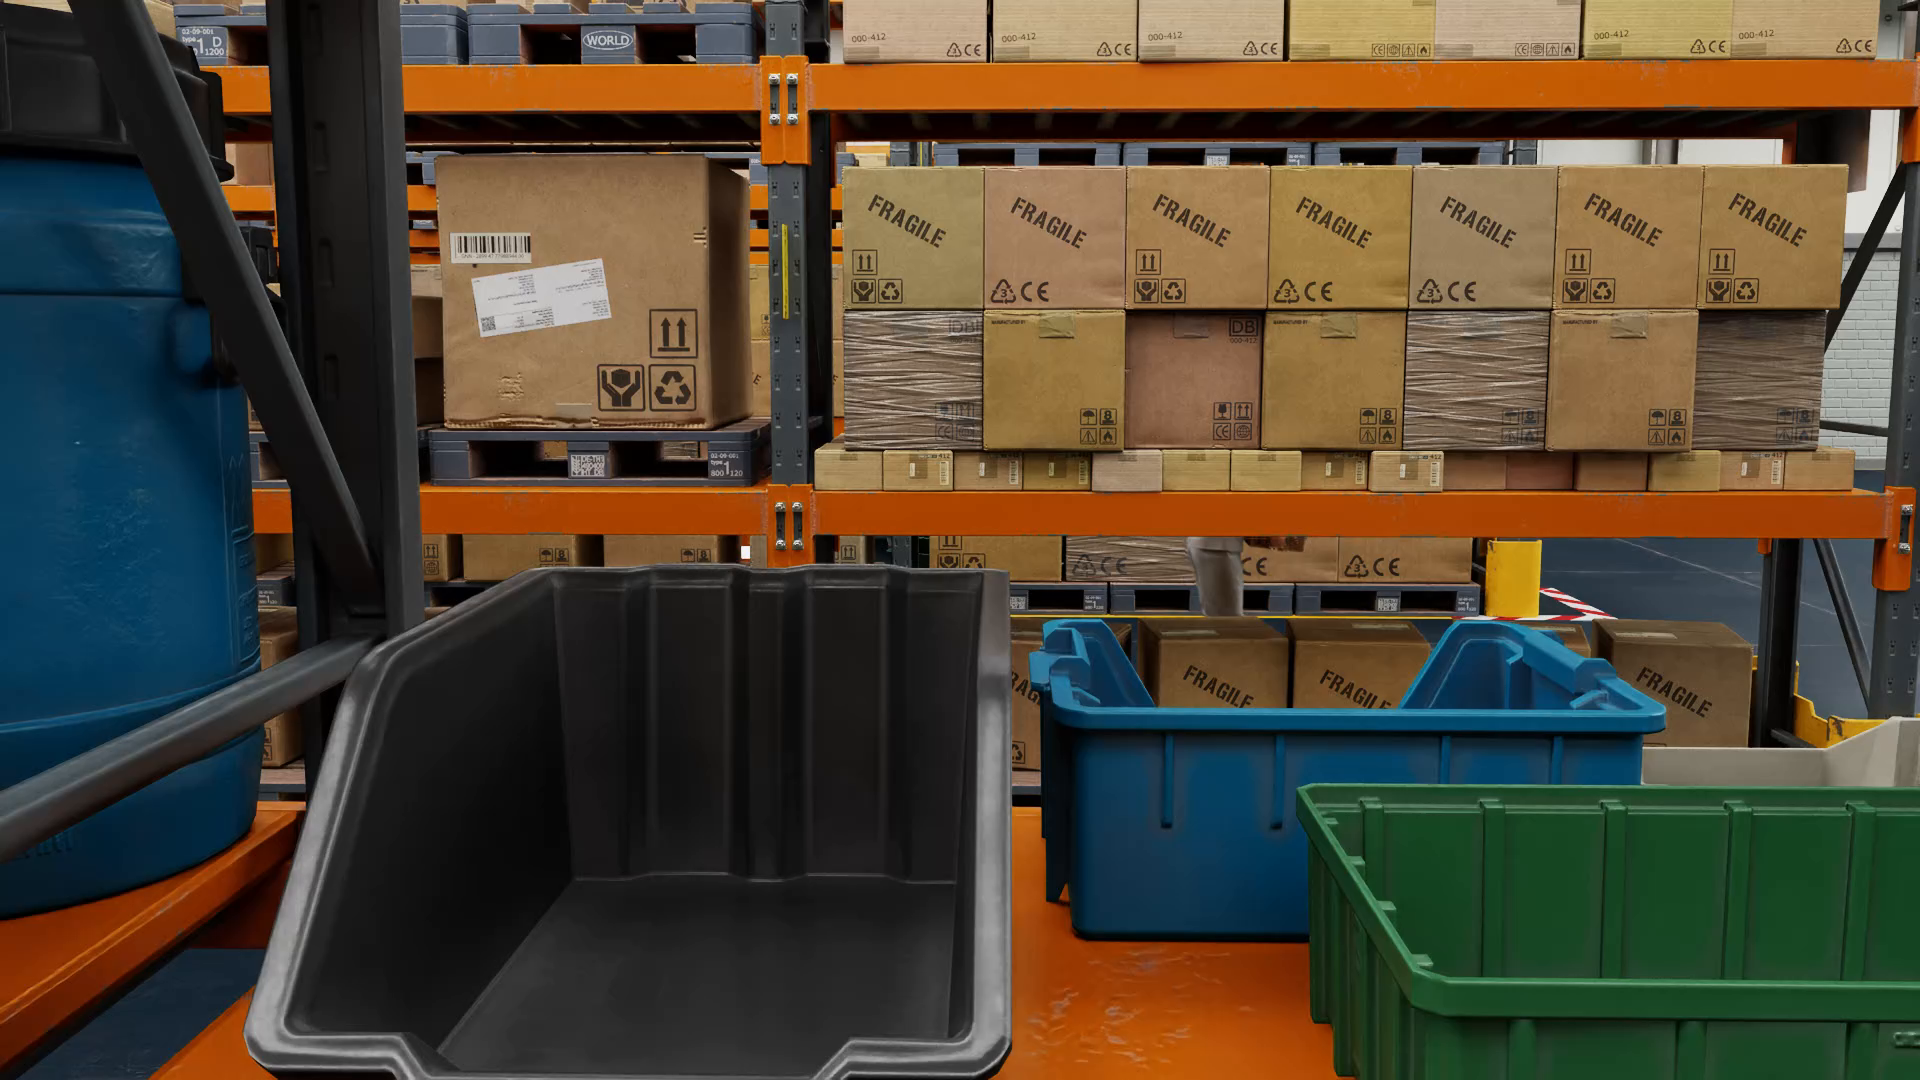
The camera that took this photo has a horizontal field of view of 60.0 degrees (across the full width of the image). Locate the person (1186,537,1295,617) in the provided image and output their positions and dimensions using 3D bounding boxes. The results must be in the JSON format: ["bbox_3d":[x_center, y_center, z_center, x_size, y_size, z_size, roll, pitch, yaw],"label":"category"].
[{"bbox_3d":[1.282,0.062,7.817,0.533,1.667,0.454,0,7,1],"label":"person"}]
